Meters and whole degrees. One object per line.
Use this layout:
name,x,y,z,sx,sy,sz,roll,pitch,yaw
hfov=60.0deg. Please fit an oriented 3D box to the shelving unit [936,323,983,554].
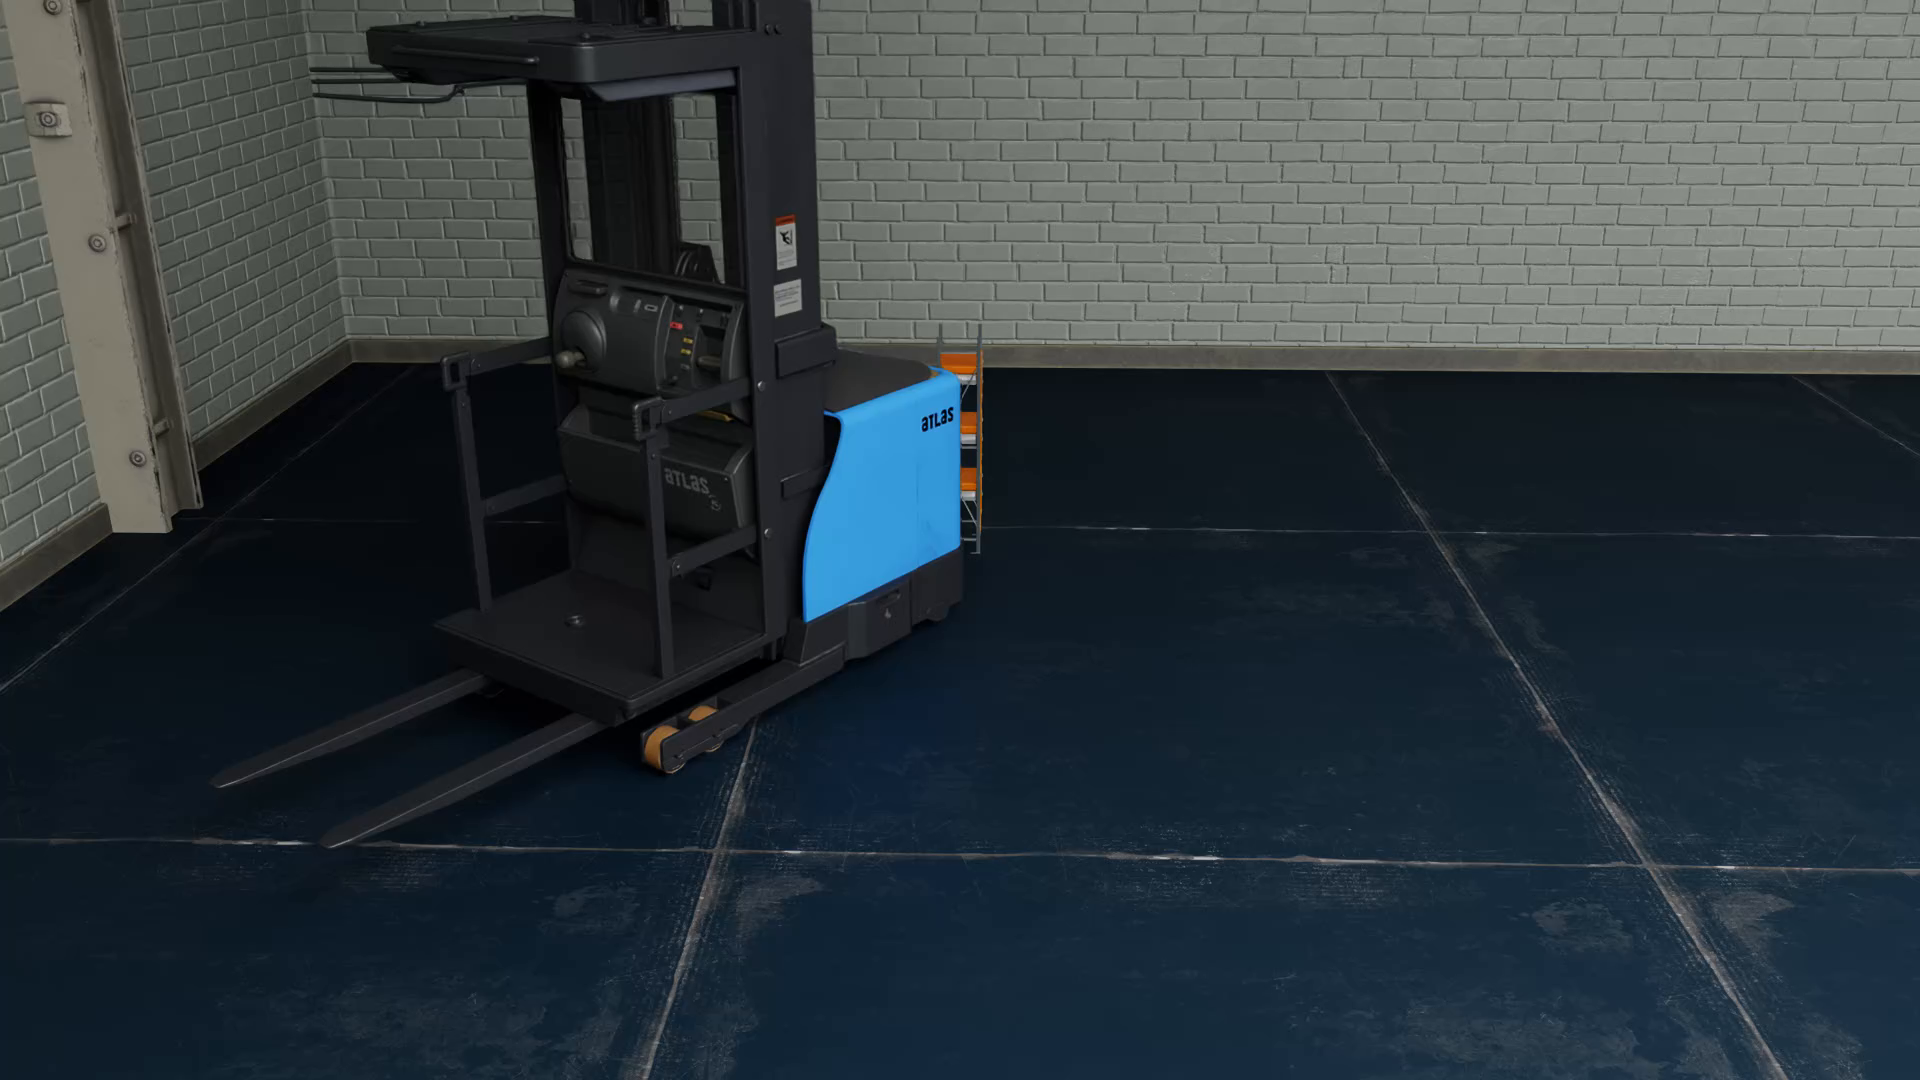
shelving unit,-0.002,-0.470,7.789,0.215,1.050,0.252,1,21,2

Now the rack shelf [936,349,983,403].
rack shelf,-0.002,-0.725,7.690,0.215,0.259,0.240,1,21,2

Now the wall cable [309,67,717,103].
wall cable,-2.605,-3.906,9.949,3.097,2.526,0.112,1,21,2

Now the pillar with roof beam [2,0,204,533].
pillar with roof beam,0.287,-4.256,6.558,9.100,9.000,0.400,1,21,2

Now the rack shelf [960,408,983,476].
rack shelf,-0.002,-0.460,7.793,0.215,0.259,0.240,1,21,2

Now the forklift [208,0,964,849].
forklift,-1.267,-0.739,5.882,1.130,2.935,3.031,15,26,34

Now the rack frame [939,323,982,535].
rack frame,0.002,-0.514,7.903,0.200,1.050,0.008,1,21,2

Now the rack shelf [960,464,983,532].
rack shelf,-0.002,-0.201,7.894,0.215,0.259,0.240,1,21,2

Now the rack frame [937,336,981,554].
rack frame,-0.005,-0.426,7.675,0.200,1.050,0.008,1,21,2
